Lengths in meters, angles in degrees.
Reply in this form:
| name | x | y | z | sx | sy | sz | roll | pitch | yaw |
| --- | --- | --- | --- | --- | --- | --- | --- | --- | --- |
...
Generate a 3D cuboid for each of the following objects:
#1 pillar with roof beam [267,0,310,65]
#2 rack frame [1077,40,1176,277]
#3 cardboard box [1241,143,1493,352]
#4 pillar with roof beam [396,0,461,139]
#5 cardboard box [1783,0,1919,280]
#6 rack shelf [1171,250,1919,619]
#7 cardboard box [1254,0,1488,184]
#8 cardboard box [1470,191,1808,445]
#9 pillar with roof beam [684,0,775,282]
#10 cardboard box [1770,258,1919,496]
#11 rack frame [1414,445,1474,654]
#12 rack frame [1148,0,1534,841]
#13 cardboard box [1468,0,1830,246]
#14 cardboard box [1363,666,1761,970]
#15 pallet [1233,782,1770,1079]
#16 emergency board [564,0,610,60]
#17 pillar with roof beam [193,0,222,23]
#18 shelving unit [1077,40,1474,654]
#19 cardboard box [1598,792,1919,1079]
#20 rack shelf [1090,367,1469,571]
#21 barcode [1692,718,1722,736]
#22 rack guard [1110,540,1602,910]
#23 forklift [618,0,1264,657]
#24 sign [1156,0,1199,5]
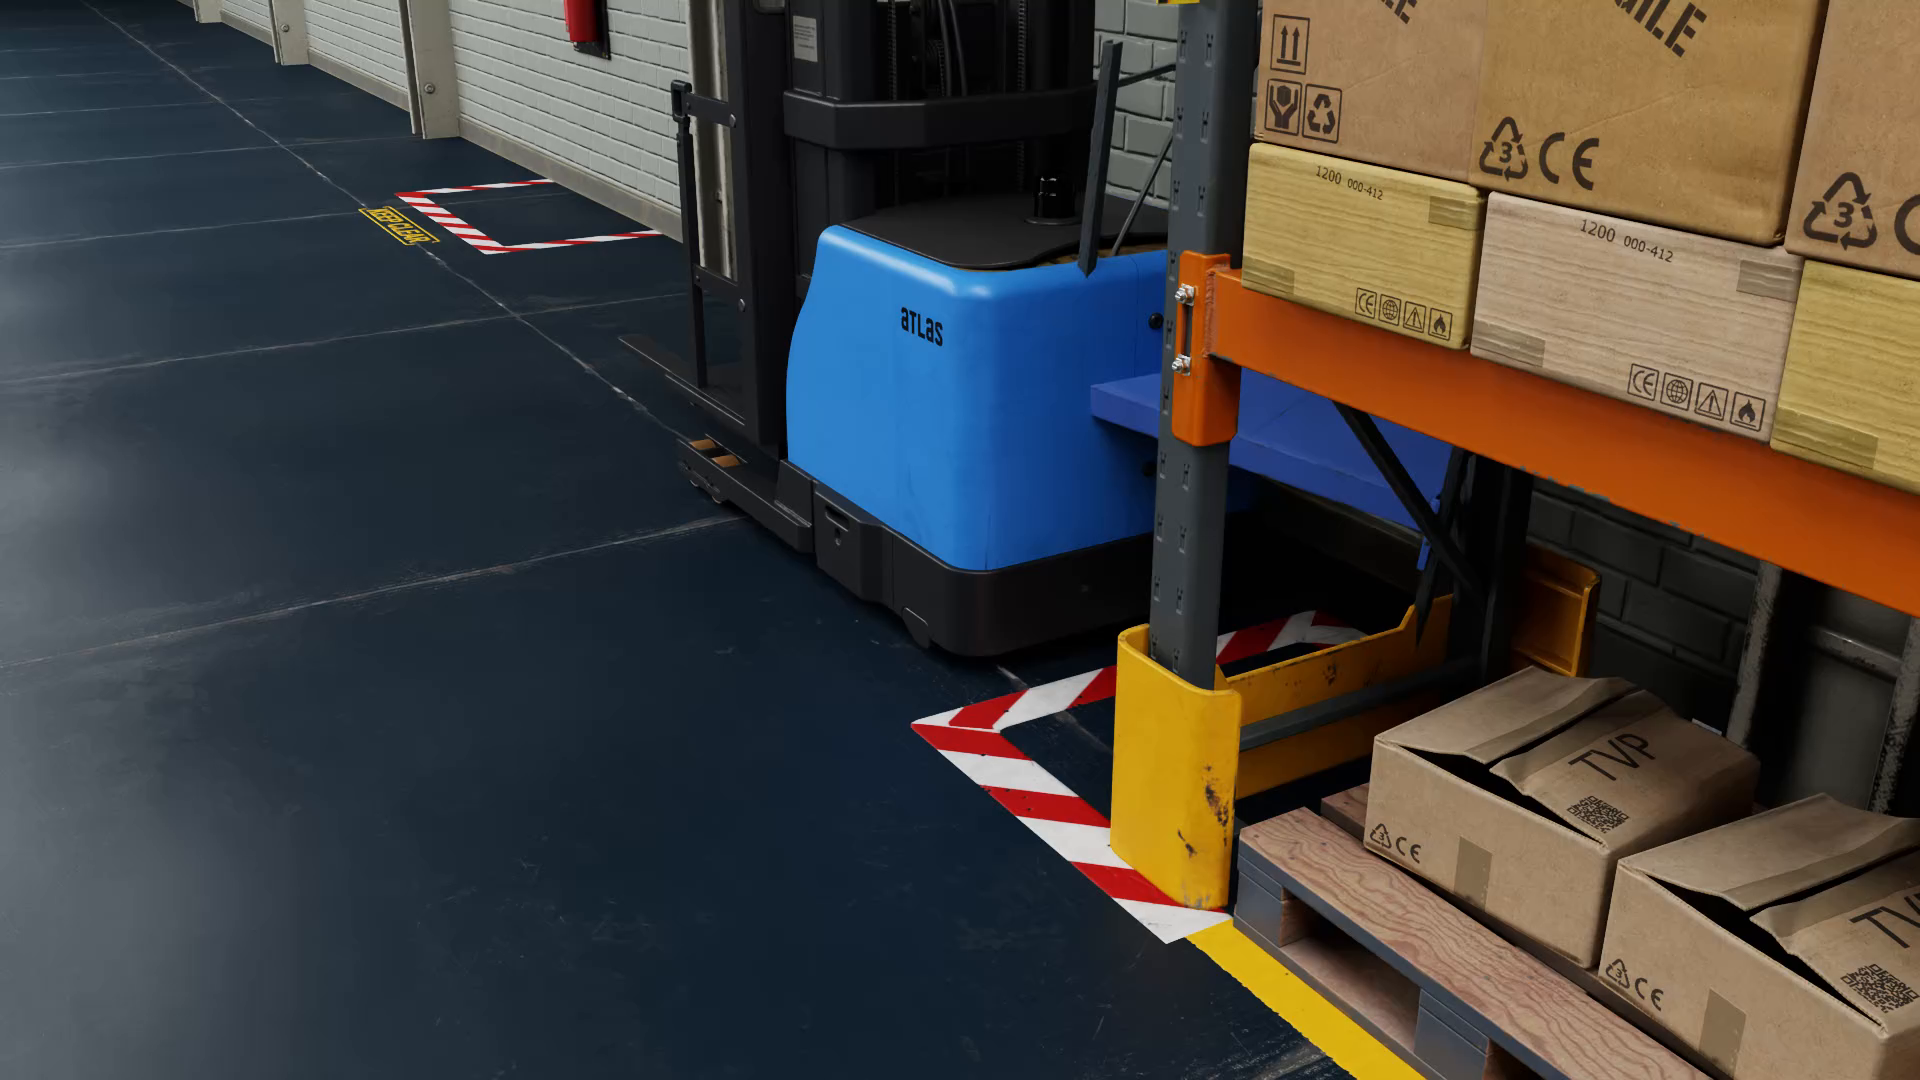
| name | x | y | z | sx | sy | sz | roll | pitch | yaw |
| --- | --- | --- | --- | --- | --- | --- | --- | --- | --- |
| pillar with roof beam | -10.937 | -8.526 | 14.338 | 9.100 | 9.000 | 0.400 | -13 | 25 | -28 |
| rack frame | 0.433 | -0.595 | 4.423 | 0.032 | 1.500 | 0.500 | 22 | 34 | 28 |
| cardboard box | 0.833 | -0.529 | 2.803 | 0.500 | 0.250 | 0.500 | -13 | 26 | -30 |
| pillar with roof beam | -7.872 | -6.584 | 9.560 | 9.100 | 9.000 | 0.400 | -13 | 25 | -28 |
| cardboard box | 1.345 | -0.553 | 1.866 | 0.500 | 0.500 | 0.500 | -14 | 26 | -30 |
| rack shelf | 1.879 | 0.172 | 1.860 | 1.077 | 0.370 | 4.000 | -13 | 25 | -28 |
| cardboard box | 0.843 | -0.884 | 2.678 | 0.500 | 0.500 | 0.500 | -13 | 25 | -28 |
| cardboard box | 1.111 | -0.364 | 2.396 | 0.500 | 0.250 | 0.500 | -13 | 26 | -30 |
| pillar with roof beam | -4.808 | -4.642 | 4.781 | 9.100 | 9.000 | 0.400 | -13 | 25 | -28 |
| cardboard box | 1.366 | -0.198 | 1.988 | 0.500 | 0.250 | 0.500 | -13 | 26 | -29 |
| rack frame | 1.260 | -0.254 | 3.939 | 0.032 | 1.500 | 0.500 | 22 | 34 | 28 |
| rack frame | 0.857 | -0.809 | 3.318 | 1.000 | 3.000 | 0.127 | -13 | 25 | -28 |
| cardboard box | 1.087 | -0.722 | 2.280 | 0.500 | 0.500 | 0.500 | -13 | 25 | -28 |
| cardboard box | 1.133 | 0.474 | 3.147 | 0.500 | 0.311 | 0.500 | -16 | 27 | -34 |
| pallet | 1.281 | 0.777 | 3.118 | 1.003 | 0.211 | 1.213 | -13 | 25 | -28 |
| emergency board | -2.336 | -3.498 | 9.934 | 0.194 | 1.169 | 0.643 | -13 | 25 | -28 |
| pillar with roof beam | -14.002 | -10.469 | 19.117 | 9.100 | 9.000 | 0.400 | -13 | 25 | -28 |
| shelving unit | 0.847 | -0.424 | 4.181 | 1.048 | 1.500 | 0.538 | 22 | 34 | 28 |
| cardboard box | 1.424 | 0.659 | 2.693 | 0.500 | 0.311 | 0.500 | -10 | 24 | -24 |
| rack shelf | 0.833 | -0.268 | 4.269 | 1.000 | 0.185 | 0.538 | 22 | 34 | 28 |
| barcode | 1.486 | 0.399 | 3.321 | 0.001 | 0.075 | 0.075 | -13 | 25 | -28 |
| rack guard | 0.896 | 0.374 | 3.728 | 1.175 | 0.500 | 0.348 | -13 | 25 | -28 |
| forklift | -0.322 | -1.559 | 5.254 | 1.130 | 2.935 | 3.031 | -13 | 25 | -29 |
| sign | 0.391 | -1.105 | 2.898 | 0.100 | 0.325 | 0.005 | -13 | 25 | -28 |
